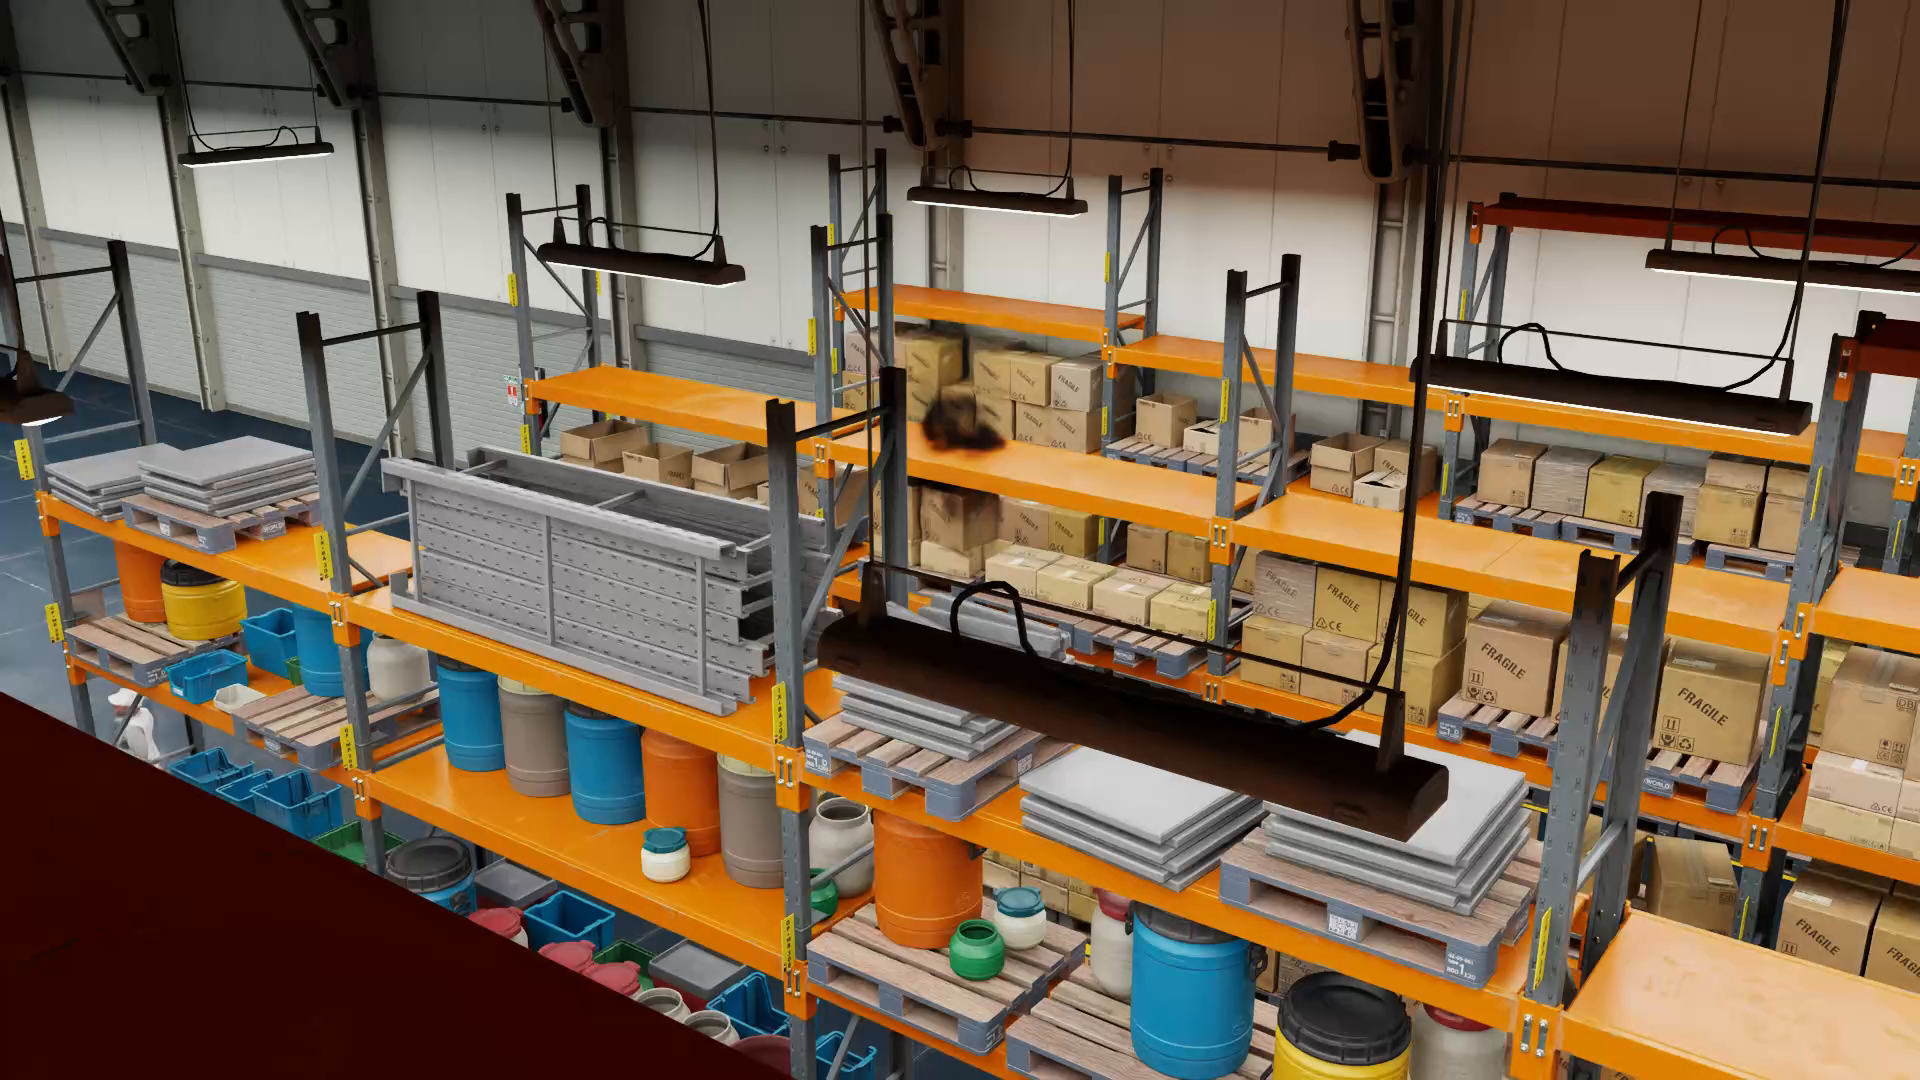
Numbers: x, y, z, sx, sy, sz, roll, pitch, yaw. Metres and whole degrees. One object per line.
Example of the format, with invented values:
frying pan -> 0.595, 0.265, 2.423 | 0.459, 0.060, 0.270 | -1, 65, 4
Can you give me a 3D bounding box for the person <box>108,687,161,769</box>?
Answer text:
person -> -7.848, 2.198, 15.810 | 0.645, 1.778, 0.702 | -1, 19, -3
